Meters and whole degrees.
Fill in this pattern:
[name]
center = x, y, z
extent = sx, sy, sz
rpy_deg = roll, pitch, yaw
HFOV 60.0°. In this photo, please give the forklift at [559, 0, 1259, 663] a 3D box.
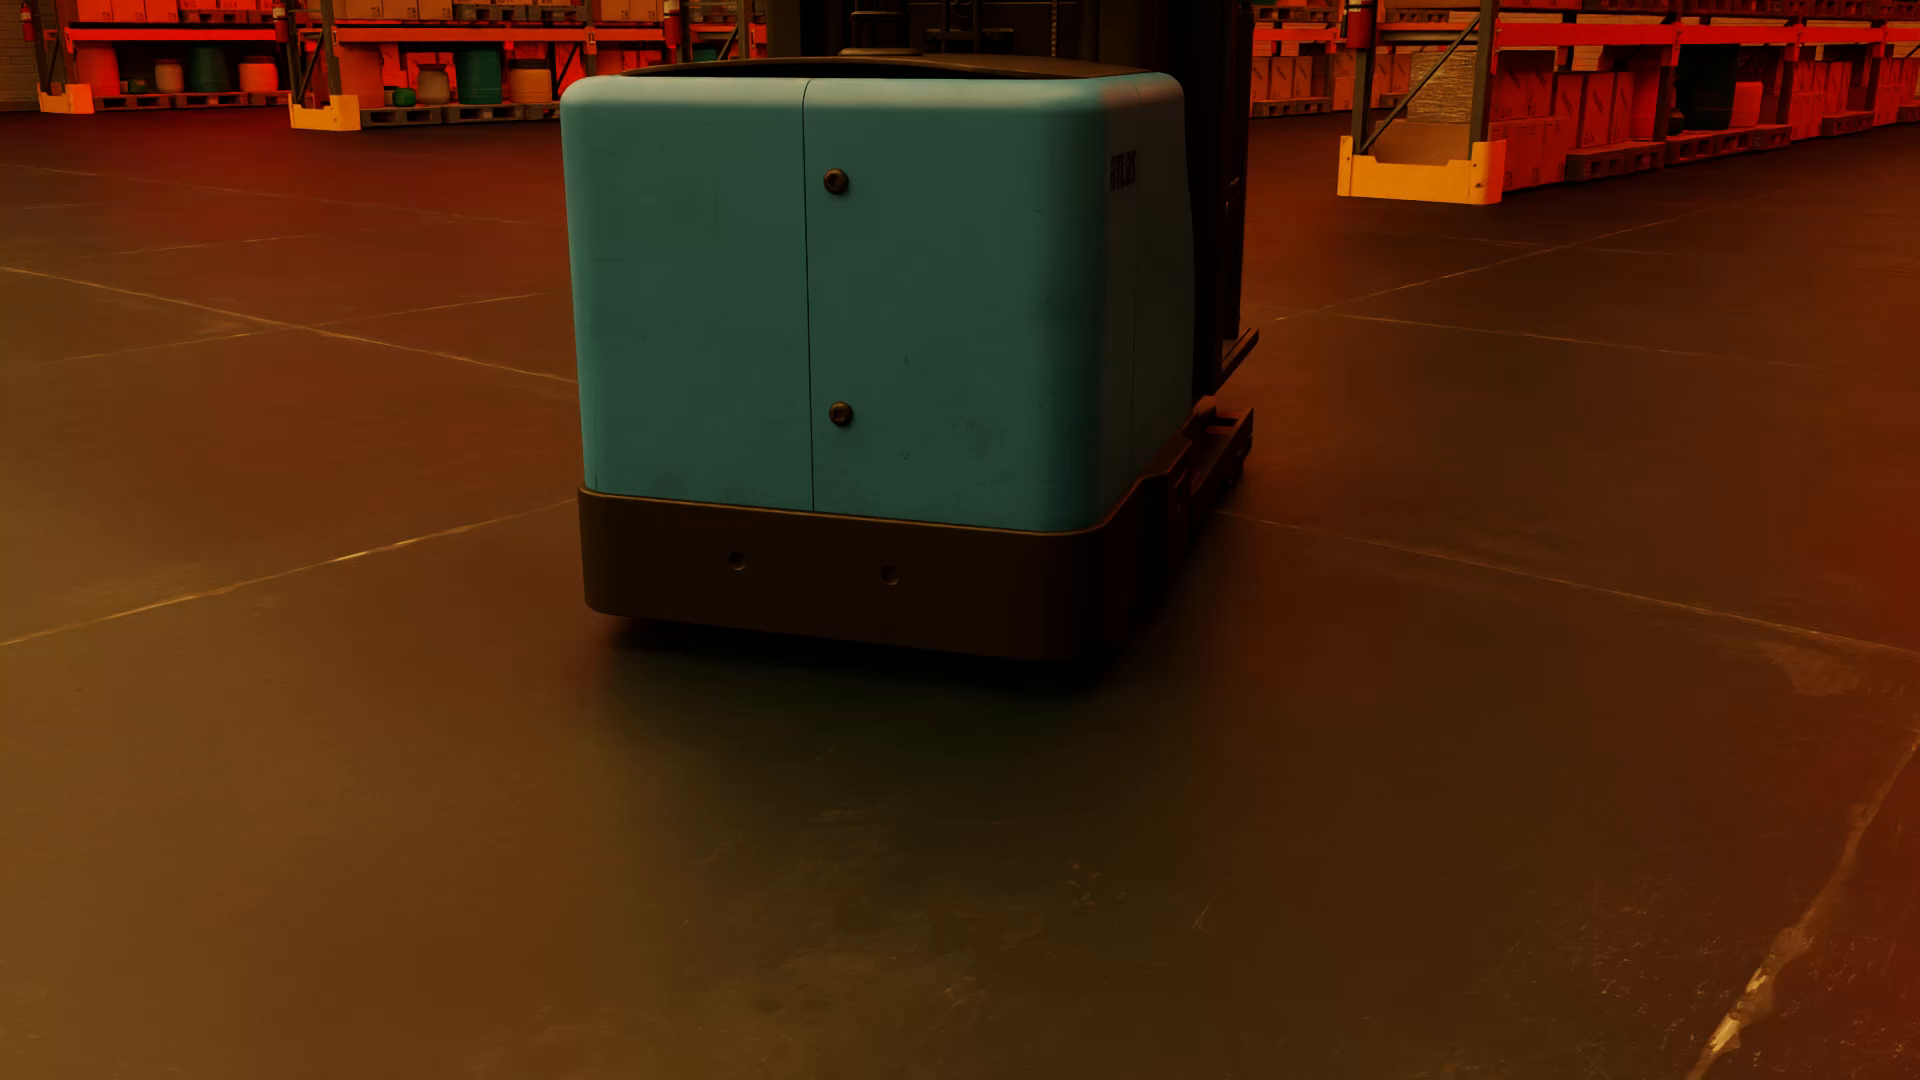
[forklift]
center = 0.182, -1.571, 4.072
extent = 1.130, 2.935, 3.031
rpy_deg = 5, 18, 17
